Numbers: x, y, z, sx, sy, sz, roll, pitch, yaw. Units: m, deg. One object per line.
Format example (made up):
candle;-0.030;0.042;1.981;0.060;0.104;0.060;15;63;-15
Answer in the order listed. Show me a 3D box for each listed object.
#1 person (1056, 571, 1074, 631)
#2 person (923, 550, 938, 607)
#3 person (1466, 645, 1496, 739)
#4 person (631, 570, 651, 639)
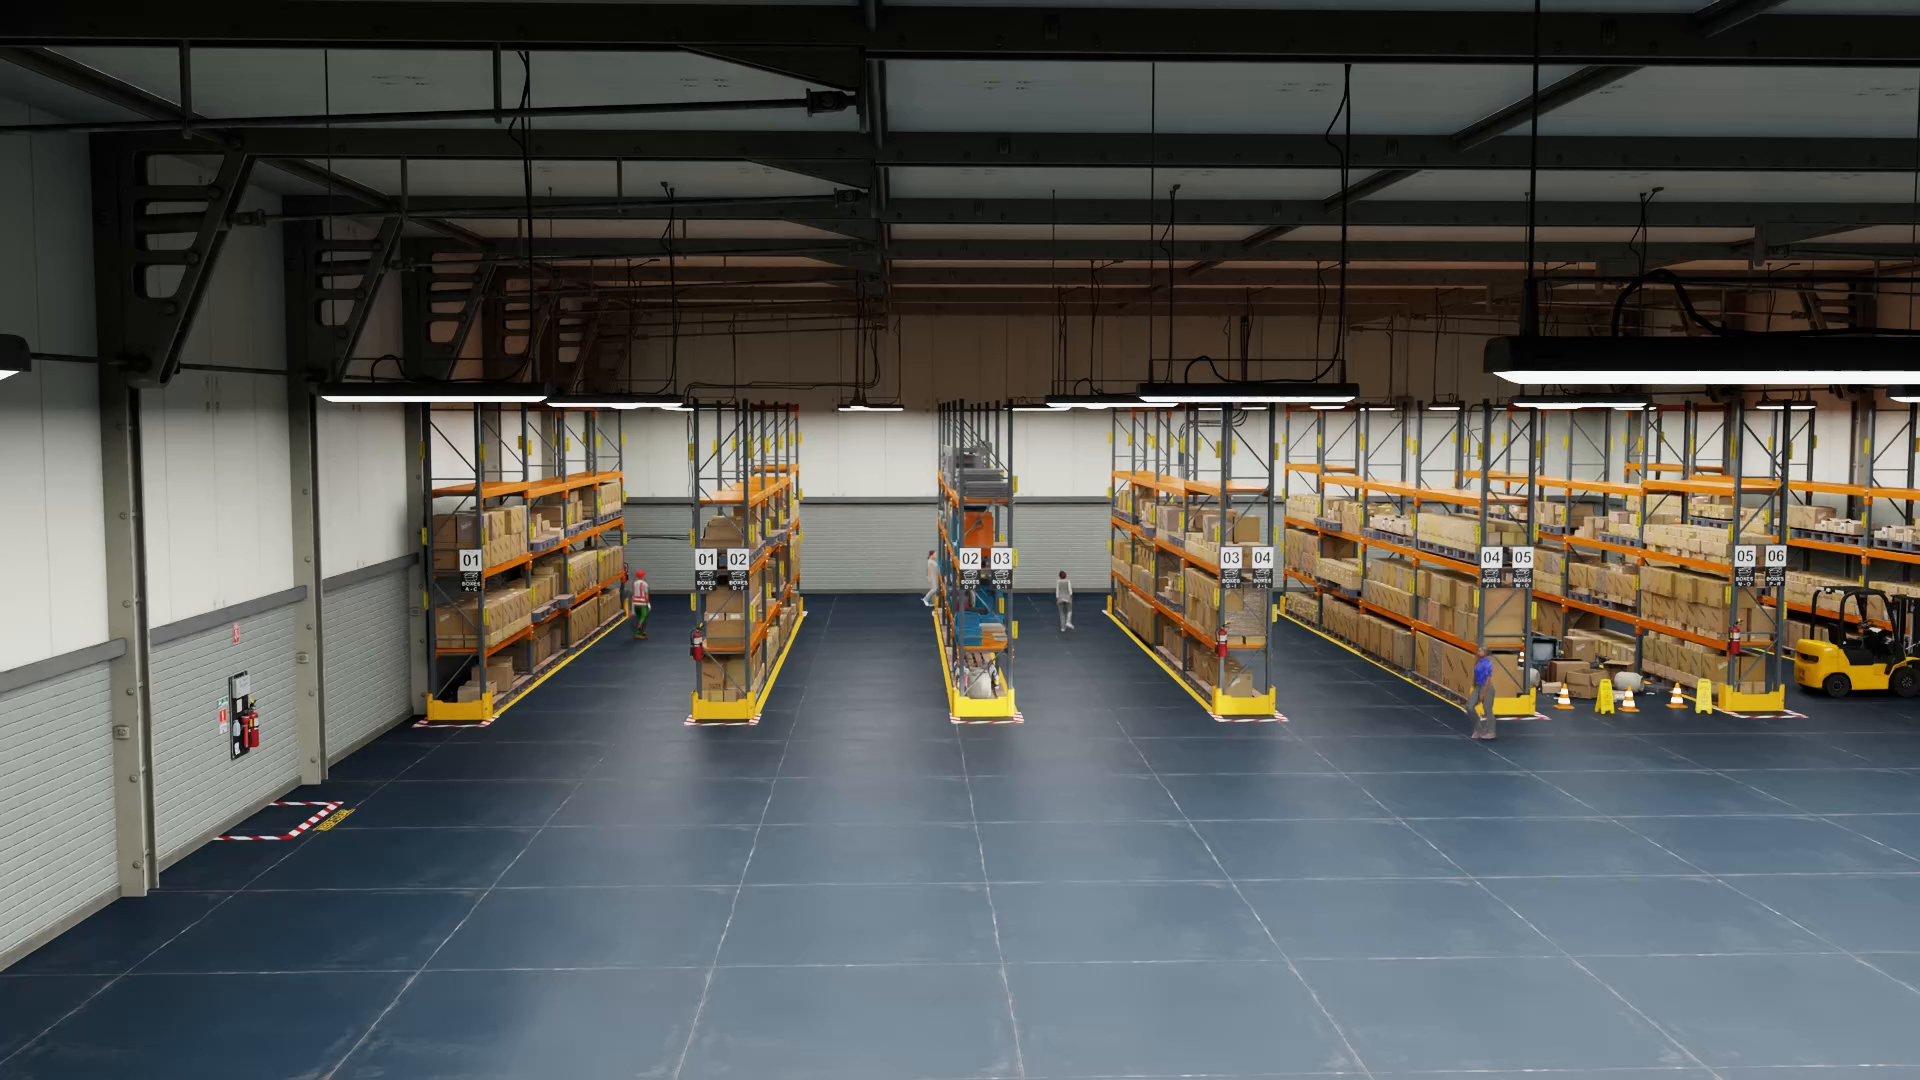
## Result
person;2.759;1.614;43.714;0.476;1.580;0.458;0;4;-3
person;-0.861;1.134;49.217;0.459;1.666;0.483;1;4;9
person;9.194;2.703;29.187;0.484;1.703;0.435;-2;5;-23
person;-8.069;1.644;42.043;0.612;1.757;0.967;2;5;21
